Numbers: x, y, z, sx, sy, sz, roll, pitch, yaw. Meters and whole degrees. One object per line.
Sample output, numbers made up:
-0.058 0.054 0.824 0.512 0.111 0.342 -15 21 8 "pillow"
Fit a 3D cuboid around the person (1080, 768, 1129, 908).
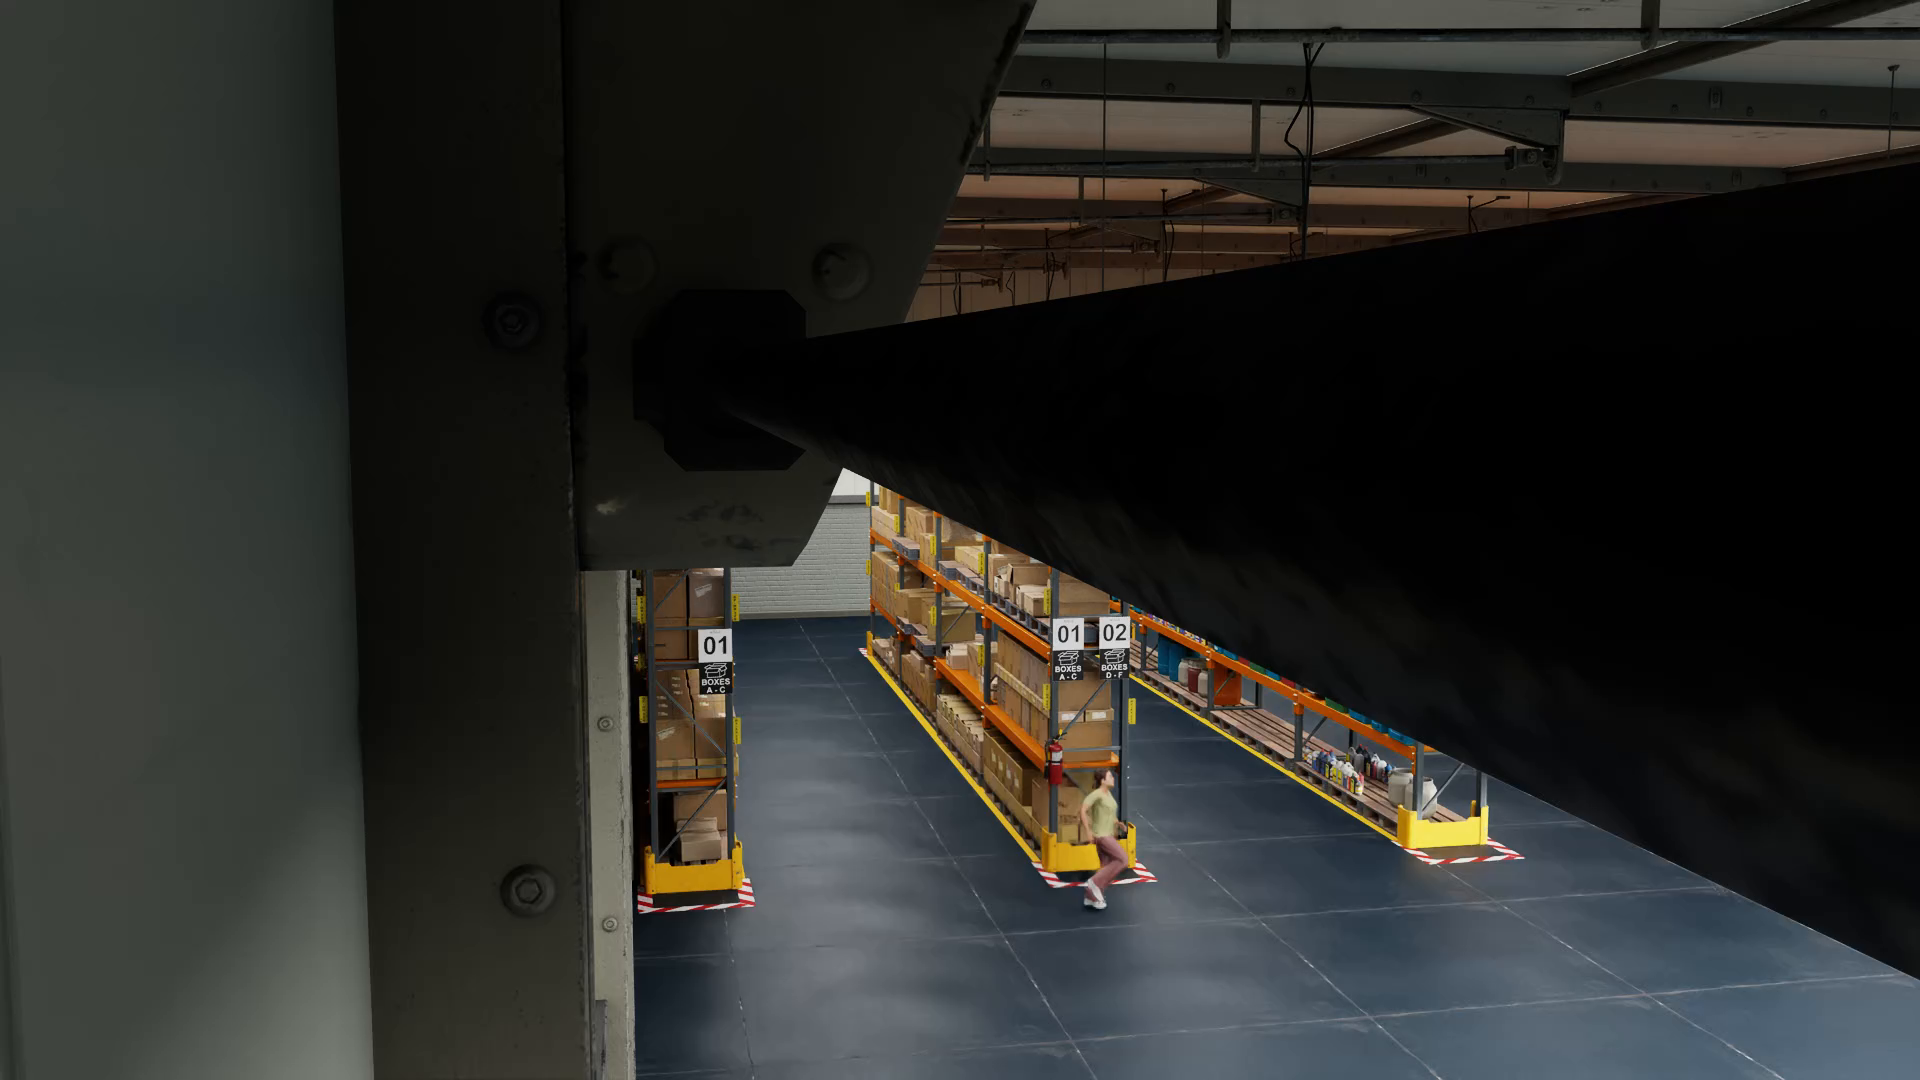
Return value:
1.743 3.486 19.567 0.558 1.613 0.593 2 6 20 "person"
